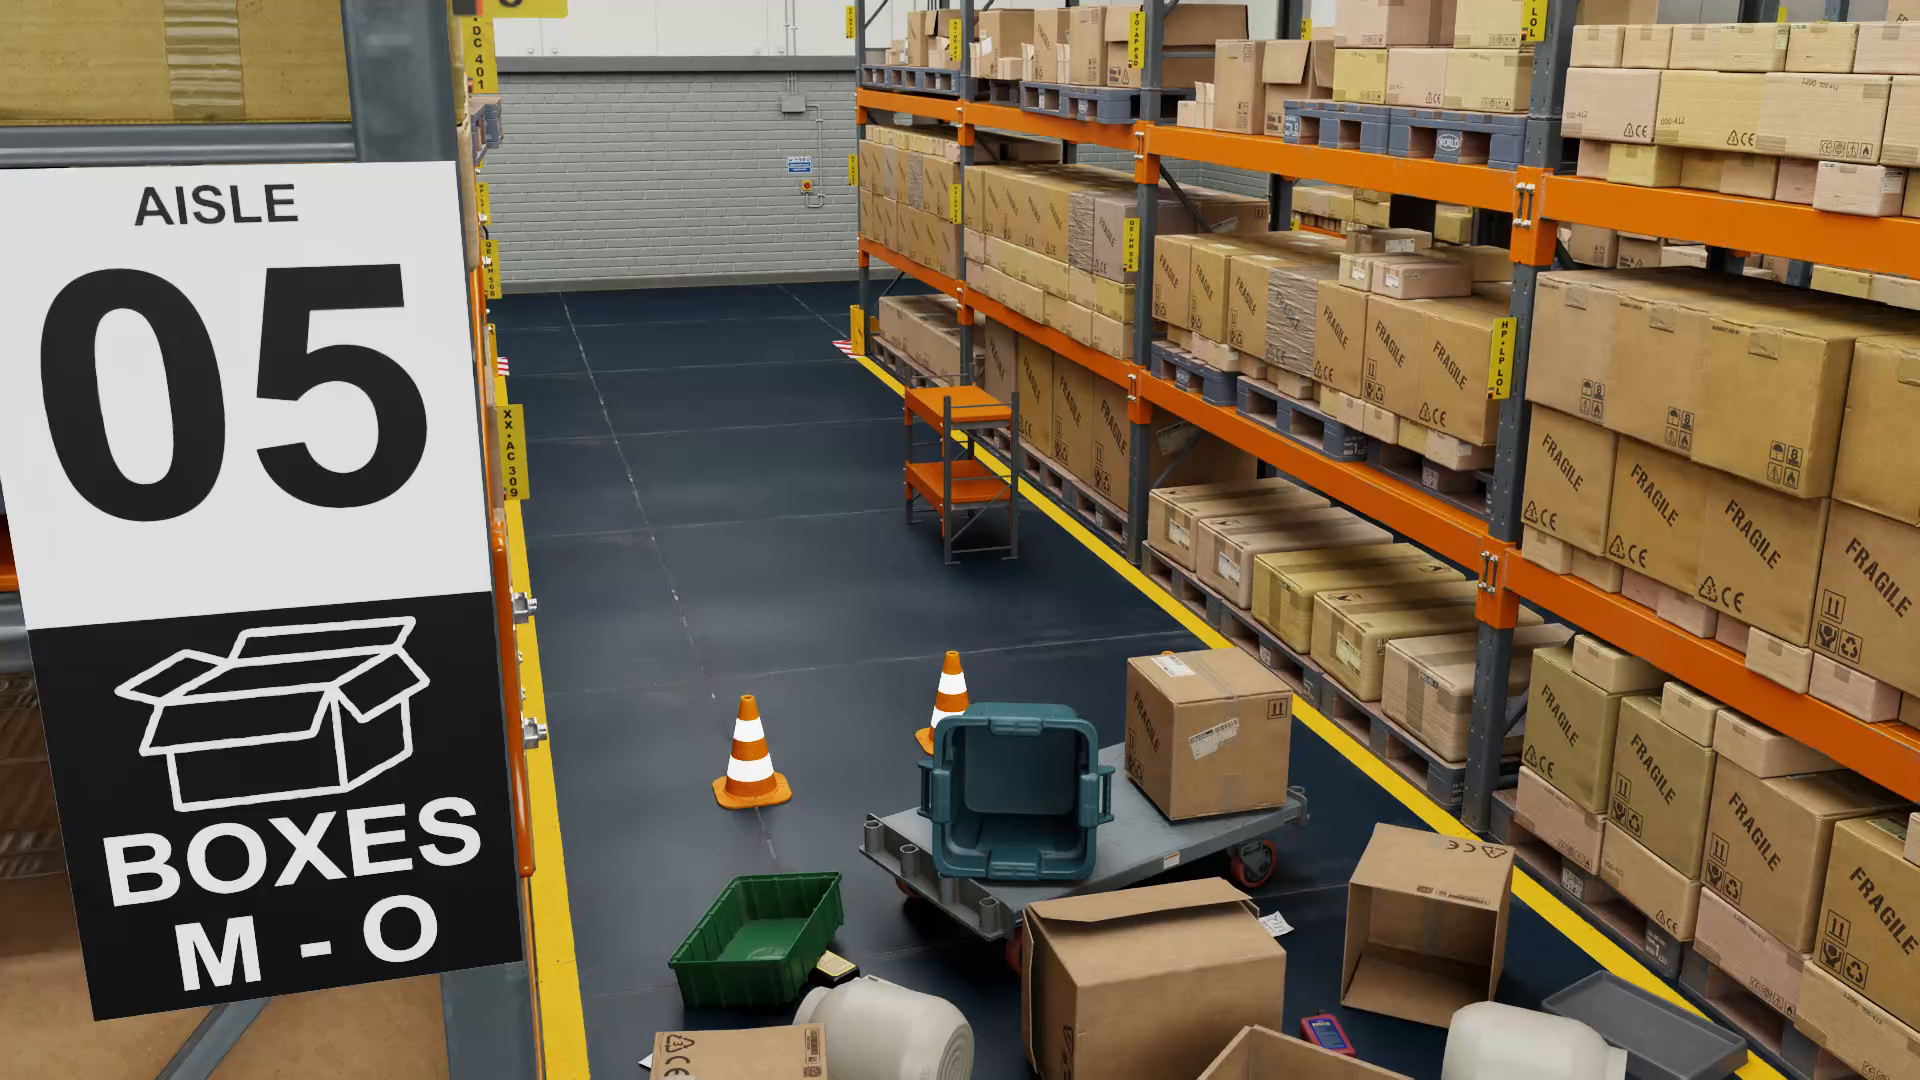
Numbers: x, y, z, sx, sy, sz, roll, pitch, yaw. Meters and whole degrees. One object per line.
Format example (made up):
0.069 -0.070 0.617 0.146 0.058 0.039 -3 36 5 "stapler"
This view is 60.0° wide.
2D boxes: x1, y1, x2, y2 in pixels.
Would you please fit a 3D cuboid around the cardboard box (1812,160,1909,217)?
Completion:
2.814 -1.061 4.994 0.380 0.149 0.250 -5 17 -16 "cardboard box"

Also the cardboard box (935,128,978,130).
-0.038 -4.082 16.786 0.380 0.149 0.250 -4 17 -14 "cardboard box"

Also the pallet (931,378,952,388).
0.362 -1.308 15.440 1.003 0.211 1.213 -5 17 -15 "pallet"

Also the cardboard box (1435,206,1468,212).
4.741 -3.150 16.469 0.500 0.250 0.500 -5 17 -15 "cardboard box"

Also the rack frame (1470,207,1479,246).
5.268 -2.821 15.628 1.000 3.000 0.127 -5 17 -15 "rack frame"

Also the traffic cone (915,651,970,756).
-0.033 0.767 8.093 0.336 0.463 0.334 -5 17 -15 "traffic cone"

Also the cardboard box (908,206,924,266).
-0.176 -2.863 15.595 0.500 0.500 0.500 -5 17 -16 "cardboard box"

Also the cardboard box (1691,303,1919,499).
2.838 -0.461 5.342 0.700 0.500 0.500 -5 17 -16 "cardboard box"

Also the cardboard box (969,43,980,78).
0.297 -3.834 13.293 0.396 0.266 0.258 -5 17 -16 "cardboard box"

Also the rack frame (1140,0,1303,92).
1.595 -4.194 9.772 1.000 3.000 0.127 -5 17 -15 "rack frame"

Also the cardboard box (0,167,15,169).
-1.564 -0.530 2.320 0.380 0.149 0.250 -5 17 -15 "cardboard box"

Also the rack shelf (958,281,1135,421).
1.046 -1.529 12.580 1.077 0.370 4.000 -5 17 -15 "rack shelf"

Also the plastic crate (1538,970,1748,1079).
2.338 1.683 5.710 0.402 0.080 0.583 -12 20 -34 "plastic crate"

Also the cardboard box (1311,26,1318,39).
4.049 -5.531 18.312 0.500 0.250 0.500 -5 17 -16 "cardboard box"

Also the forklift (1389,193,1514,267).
3.637 -1.501 11.354 1.130 2.935 3.031 -6 18 -19 "forklift"

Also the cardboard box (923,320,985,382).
0.180 -1.831 16.057 0.875 0.438 0.875 -5 17 -17 "cardboard box"

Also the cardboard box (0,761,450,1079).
-1.002 0.617 2.047 0.875 0.550 0.550 -5 17 -15 "cardboard box"

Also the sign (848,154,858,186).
-1.138 -3.944 17.725 0.100 0.325 0.005 -5 17 -15 "sign"

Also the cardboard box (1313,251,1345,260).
2.280 -1.327 9.234 0.500 0.500 0.500 -6 18 -19 "cardboard box"

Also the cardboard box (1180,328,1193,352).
1.551 -1.216 9.993 0.380 0.149 0.250 -6 18 -19 "cardboard box"

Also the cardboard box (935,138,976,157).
-0.009 -3.544 14.998 0.380 0.149 0.250 -5 17 -16 "cardboard box"

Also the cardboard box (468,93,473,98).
-2.389 -2.176 7.191 0.500 0.500 0.500 -5 17 -15 "cardboard box"

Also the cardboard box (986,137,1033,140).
0.453 -3.583 15.127 0.380 0.149 0.250 -5 17 -16 "cardboard box"

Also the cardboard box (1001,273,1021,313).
0.632 -1.927 12.913 0.500 0.250 0.500 -5 17 -16 "cardboard box"

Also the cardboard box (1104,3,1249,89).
1.347 -3.100 10.435 0.797 0.503 0.637 -6 18 -19 "cardboard box"

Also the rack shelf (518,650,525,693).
-2.587 -0.004 7.501 1.077 0.370 4.000 -5 17 -15 "rack shelf"

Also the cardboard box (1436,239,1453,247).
4.845 -2.839 16.125 0.380 0.149 0.250 -4 17 -14 "cardboard box"

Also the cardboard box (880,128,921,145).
-0.580 -4.032 16.620 0.380 0.149 0.250 -5 18 -17 "cardboard box"

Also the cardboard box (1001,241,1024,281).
0.629 -2.167 12.844 0.500 0.250 0.500 -4 17 -15 "cardboard box"

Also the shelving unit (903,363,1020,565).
-0.002 -0.541 11.296 0.538 1.125 1.048 -5 17 -15 "shelving unit"

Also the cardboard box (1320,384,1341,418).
2.021 -0.699 8.271 0.380 0.149 0.250 -5 17 -15 "cardboard box"

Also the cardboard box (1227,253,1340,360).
1.799 -1.279 9.076 0.500 0.500 0.500 -4 17 -14 "cardboard box"

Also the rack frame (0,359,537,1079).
-0.938 1.311 1.872 1.000 3.000 0.127 -5 17 -15 "rack frame"

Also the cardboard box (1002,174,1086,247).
0.642 -2.532 12.755 0.500 0.500 0.500 -5 17 -17 "cardboard box"

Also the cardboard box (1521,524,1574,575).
2.473 0.019 6.613 0.380 0.149 0.250 -5 17 -16 "cardboard box"

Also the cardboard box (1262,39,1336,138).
2.042 -2.387 8.791 0.797 0.503 0.637 -5 17 -15 "cardboard box"

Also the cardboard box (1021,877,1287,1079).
0.612 1.479 5.418 0.797 0.637 0.503 -5 17 -15 "cardboard box"

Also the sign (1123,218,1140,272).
1.063 -1.830 10.319 0.100 0.325 0.005 -5 17 -15 "sign"

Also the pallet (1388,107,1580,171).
2.627 -1.740 7.143 1.213 0.211 1.003 -5 17 -15 "pallet"

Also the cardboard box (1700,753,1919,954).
2.896 1.018 5.596 0.500 0.500 0.500 -4 17 -12 "cardboard box"

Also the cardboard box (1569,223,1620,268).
5.544 -2.558 13.849 0.700 0.500 0.500 -5 17 -16 "cardboard box"

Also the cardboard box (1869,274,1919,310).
6.390 -1.601 10.960 0.500 0.250 0.500 -4 17 -14 "cardboard box"

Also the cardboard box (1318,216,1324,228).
4.215 -3.557 18.518 0.380 0.149 0.250 -5 17 -16 "cardboard box"

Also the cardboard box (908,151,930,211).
-0.180 -3.344 15.457 0.500 0.500 0.500 -4 17 -15 "cardboard box"

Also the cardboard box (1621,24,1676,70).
2.567 -1.730 5.833 0.380 0.149 0.250 -4 17 -14 "cardboard box"

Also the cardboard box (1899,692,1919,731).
3.084 0.502 5.005 0.380 0.149 0.250 -5 17 -15 "cardboard box"

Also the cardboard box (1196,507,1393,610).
1.952 0.097 9.752 0.950 0.372 0.625 -5 17 -16 "cardboard box"

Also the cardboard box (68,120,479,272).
-0.724 -0.374 1.802 0.380 0.149 0.250 -5 17 -15 "cardboard box"

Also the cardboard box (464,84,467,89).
-1.209 -0.863 3.429 0.380 0.149 0.250 -5 17 -15 "cardboard box"

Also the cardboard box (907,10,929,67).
-0.193 -4.698 15.585 0.500 0.500 0.500 -4 17 -14 "cardboard box"

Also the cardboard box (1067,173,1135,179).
1.130 -2.566 12.868 0.500 0.500 0.500 -4 17 -14 "cardboard box"

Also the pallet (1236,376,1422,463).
2.179 -0.684 8.850 1.003 0.211 1.213 -5 17 -15 "pallet"

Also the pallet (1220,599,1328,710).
2.140 0.568 9.194 1.003 0.211 1.213 -5 17 -15 "pallet"

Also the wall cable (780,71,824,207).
-2.175 -5.593 23.037 0.585 1.953 0.123 -5 17 -15 "wall cable"

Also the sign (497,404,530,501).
-1.504 -0.292 5.567 0.100 0.325 0.005 -5 17 -15 "sign"
